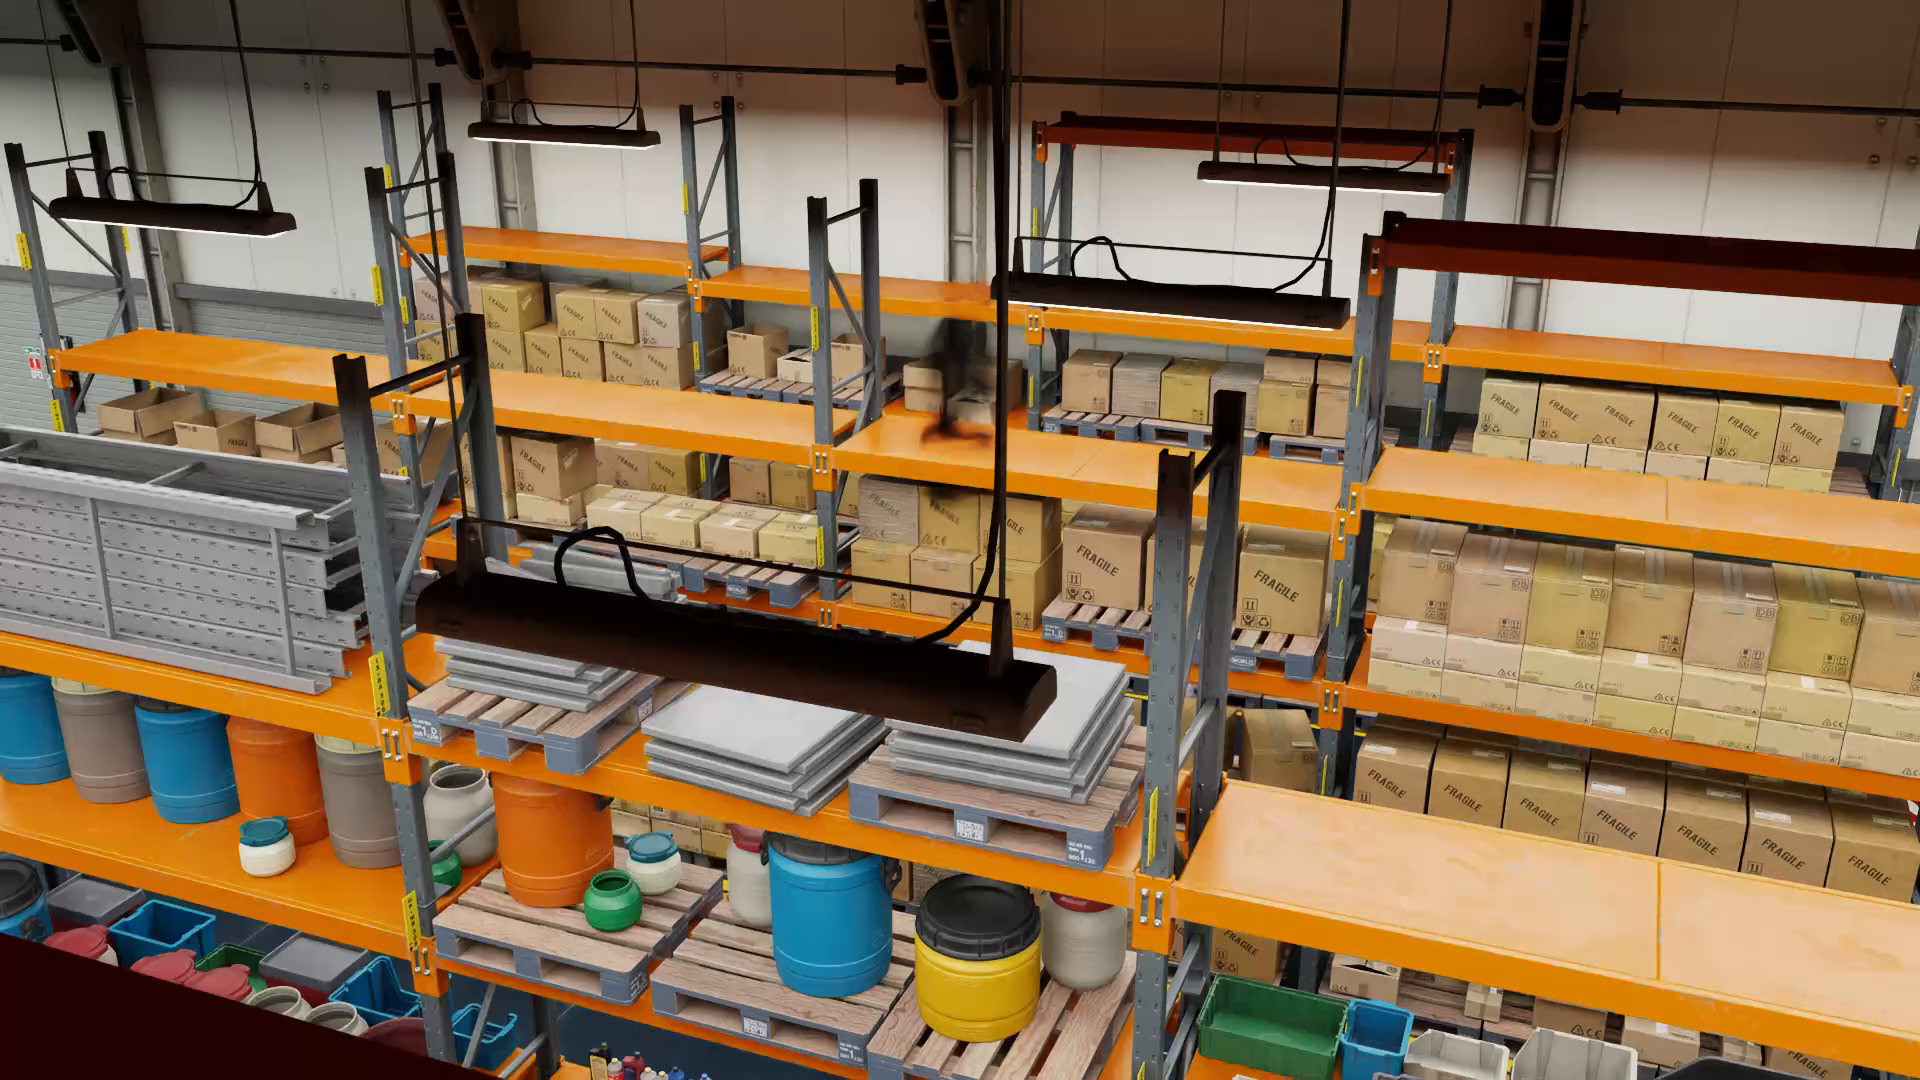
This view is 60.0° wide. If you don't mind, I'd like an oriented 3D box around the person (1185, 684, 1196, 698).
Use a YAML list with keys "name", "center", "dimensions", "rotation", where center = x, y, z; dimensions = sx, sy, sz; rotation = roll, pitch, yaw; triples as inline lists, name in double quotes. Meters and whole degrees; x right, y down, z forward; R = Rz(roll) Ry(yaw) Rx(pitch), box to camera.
- name: "person"
  center: [2.093, 1.915, 15.180]
  dimensions: [0.714, 1.601, 0.591]
  rotation: [10, 23, 24]
